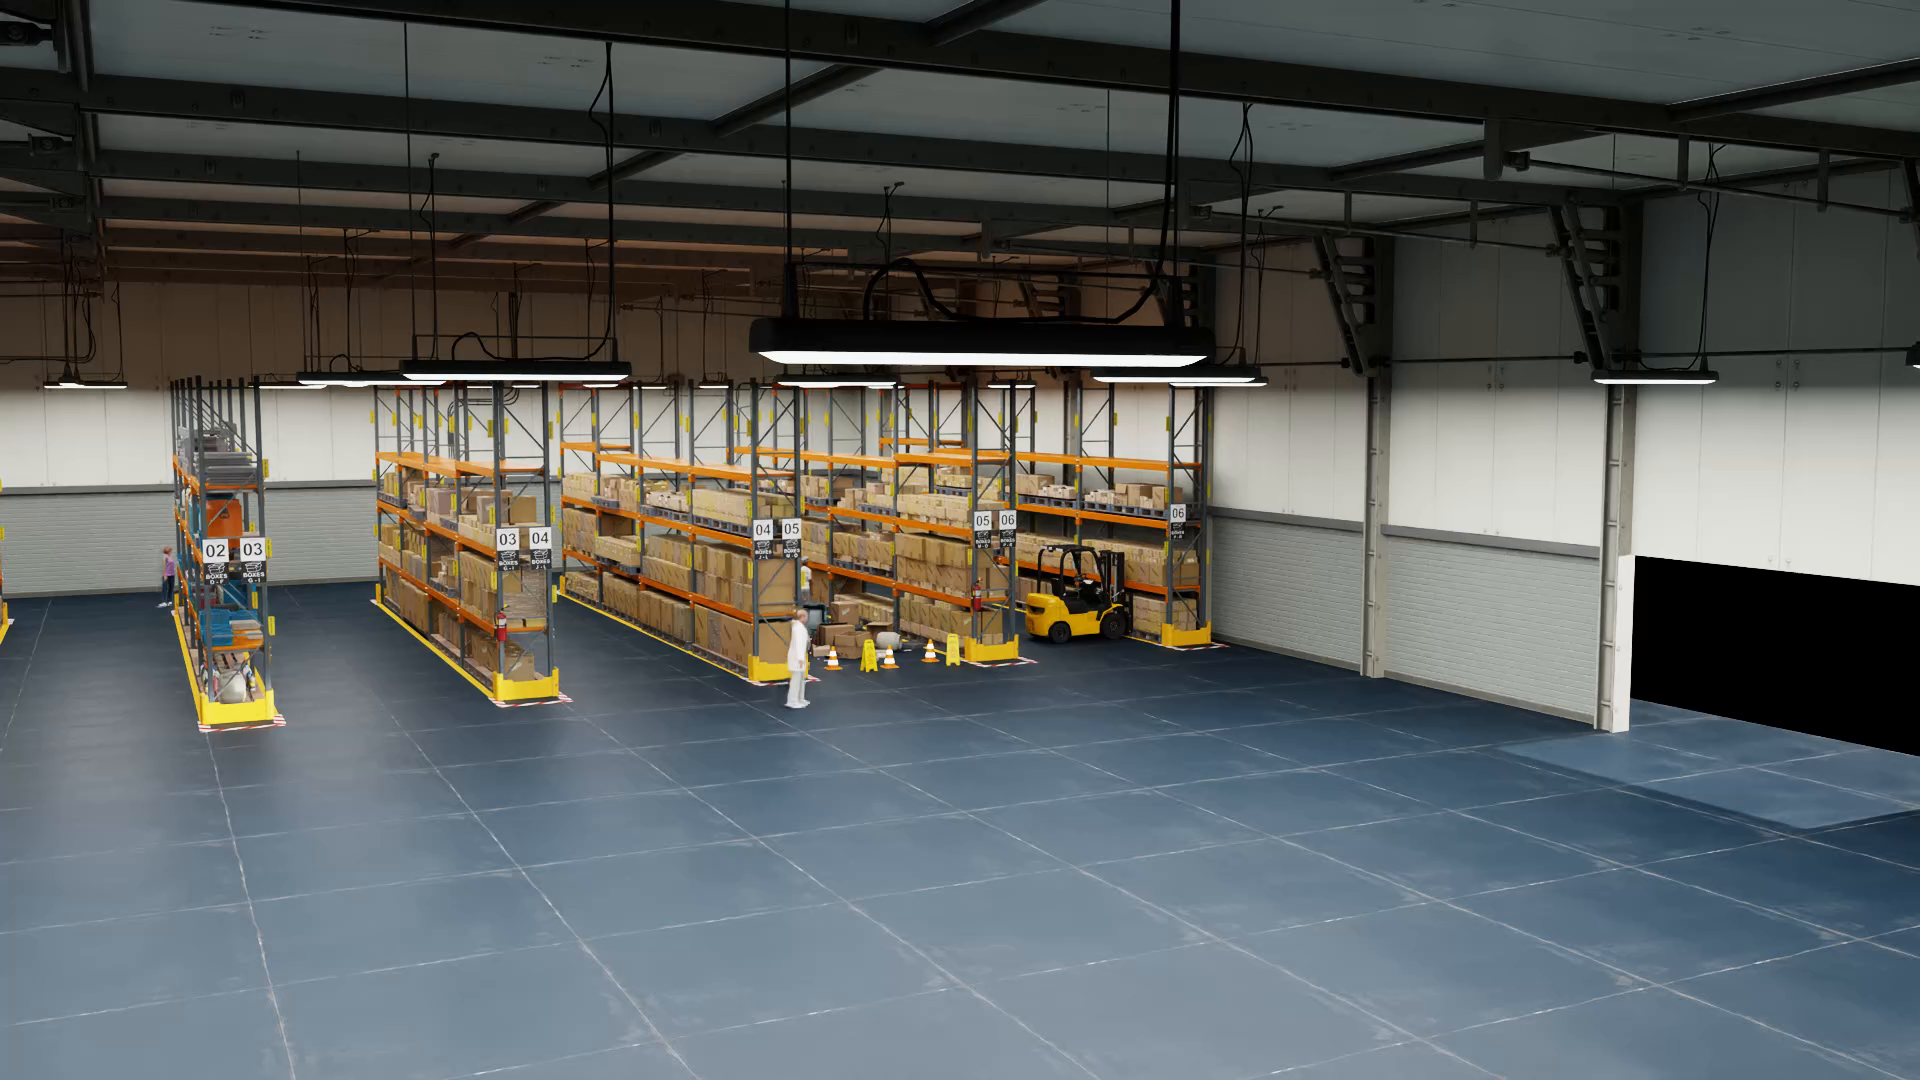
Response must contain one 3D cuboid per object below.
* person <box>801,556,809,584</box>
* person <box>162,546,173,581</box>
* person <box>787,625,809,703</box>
[{"bbox_3d":[-3.848,1.238,41.167,0.441,1.681,0.547,0,5,-1],"label":"person"},{"bbox_3d":[-21.207,0.638,44.505,0.298,0.921,0.429,2,5,22],"label":"person"},{"bbox_3d":[-2.949,2.214,30.315,0.412,1.477,0.396,0,5,-1],"label":"person"}]
